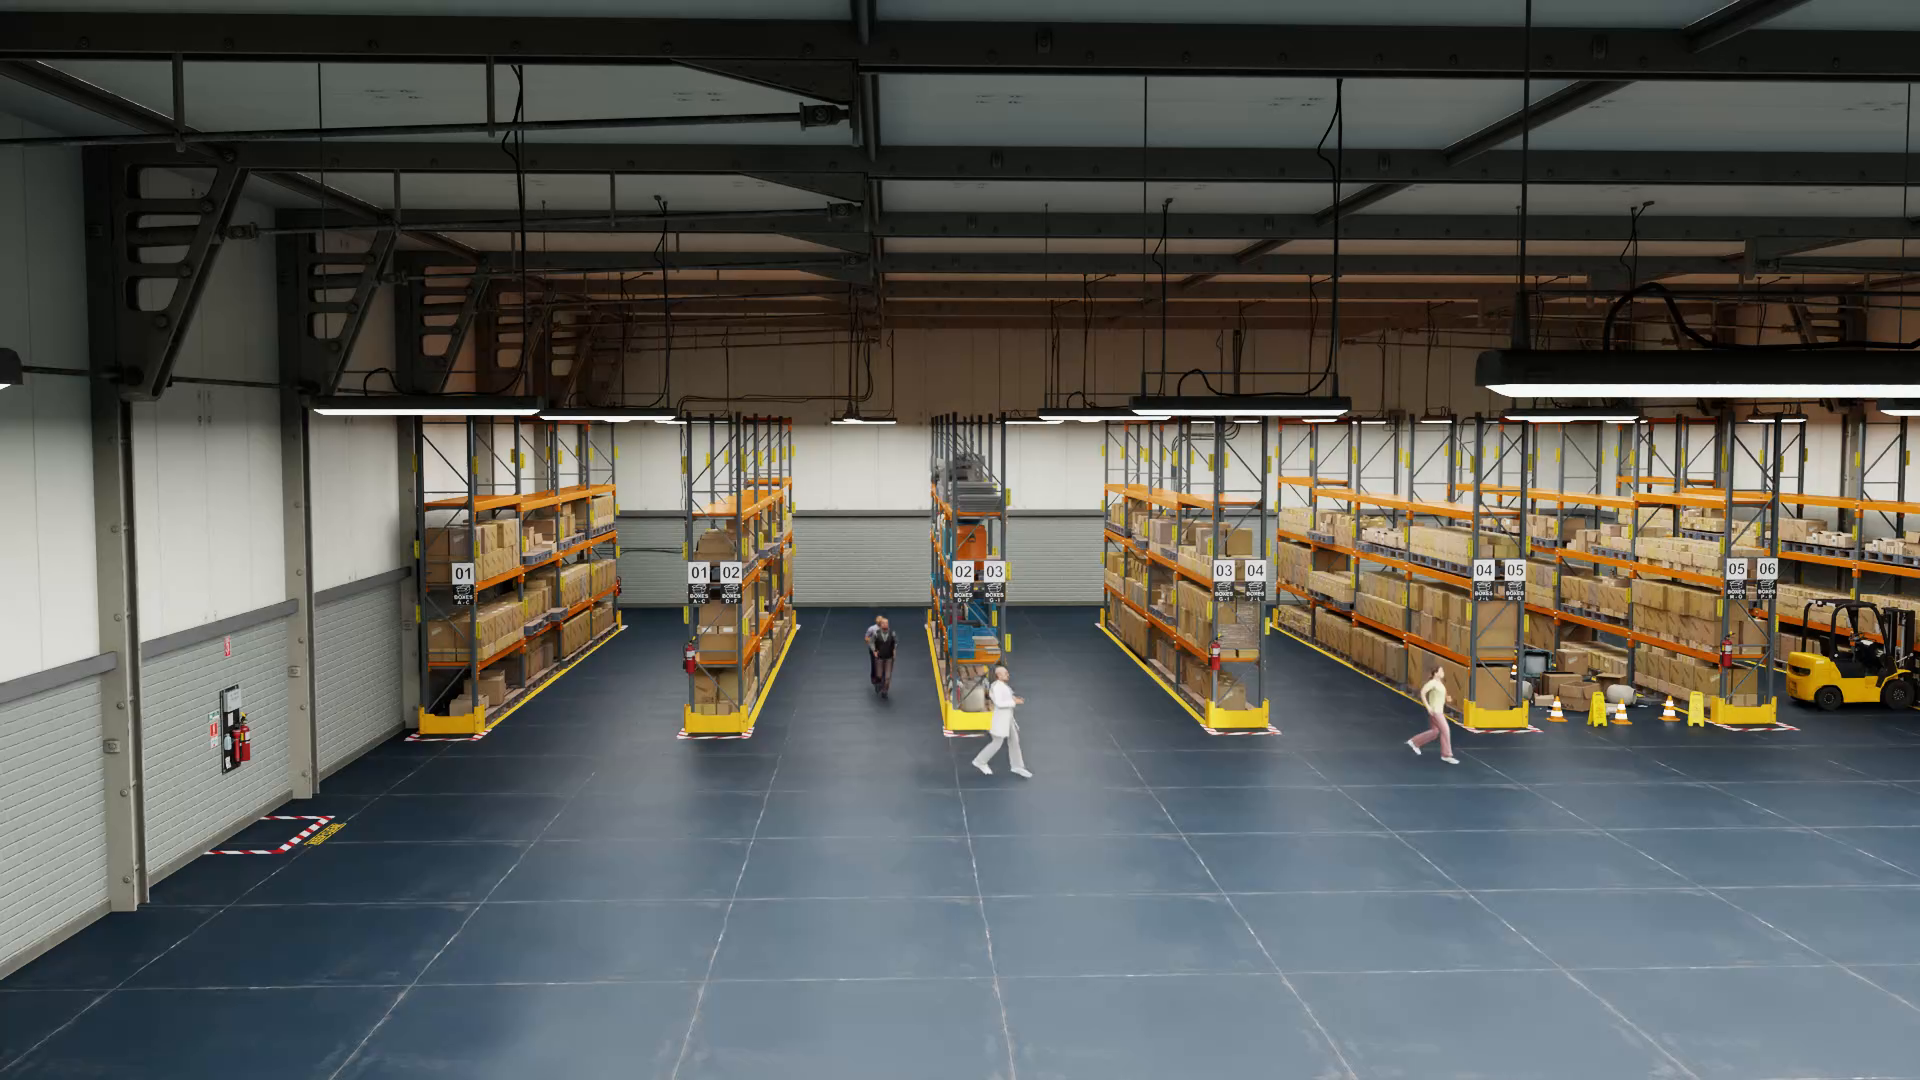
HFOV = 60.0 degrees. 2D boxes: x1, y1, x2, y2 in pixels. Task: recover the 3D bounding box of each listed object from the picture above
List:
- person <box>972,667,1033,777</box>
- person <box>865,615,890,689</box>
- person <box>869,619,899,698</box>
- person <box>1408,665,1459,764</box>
[{"bbox_3d":[0.685,2.960,27.098,0.981,1.804,0.698,1,4,17],"label":"person"},{"bbox_3d":[-1.773,2.487,36.360,0.611,1.561,0.816,-1,4,-13],"label":"person"},{"bbox_3d":[-1.592,2.495,35.074,0.643,1.676,0.576,-1,4,-9],"label":"person"},{"bbox_3d":[8.119,2.960,28.479,0.886,1.676,0.606,2,4,28],"label":"person"}]
